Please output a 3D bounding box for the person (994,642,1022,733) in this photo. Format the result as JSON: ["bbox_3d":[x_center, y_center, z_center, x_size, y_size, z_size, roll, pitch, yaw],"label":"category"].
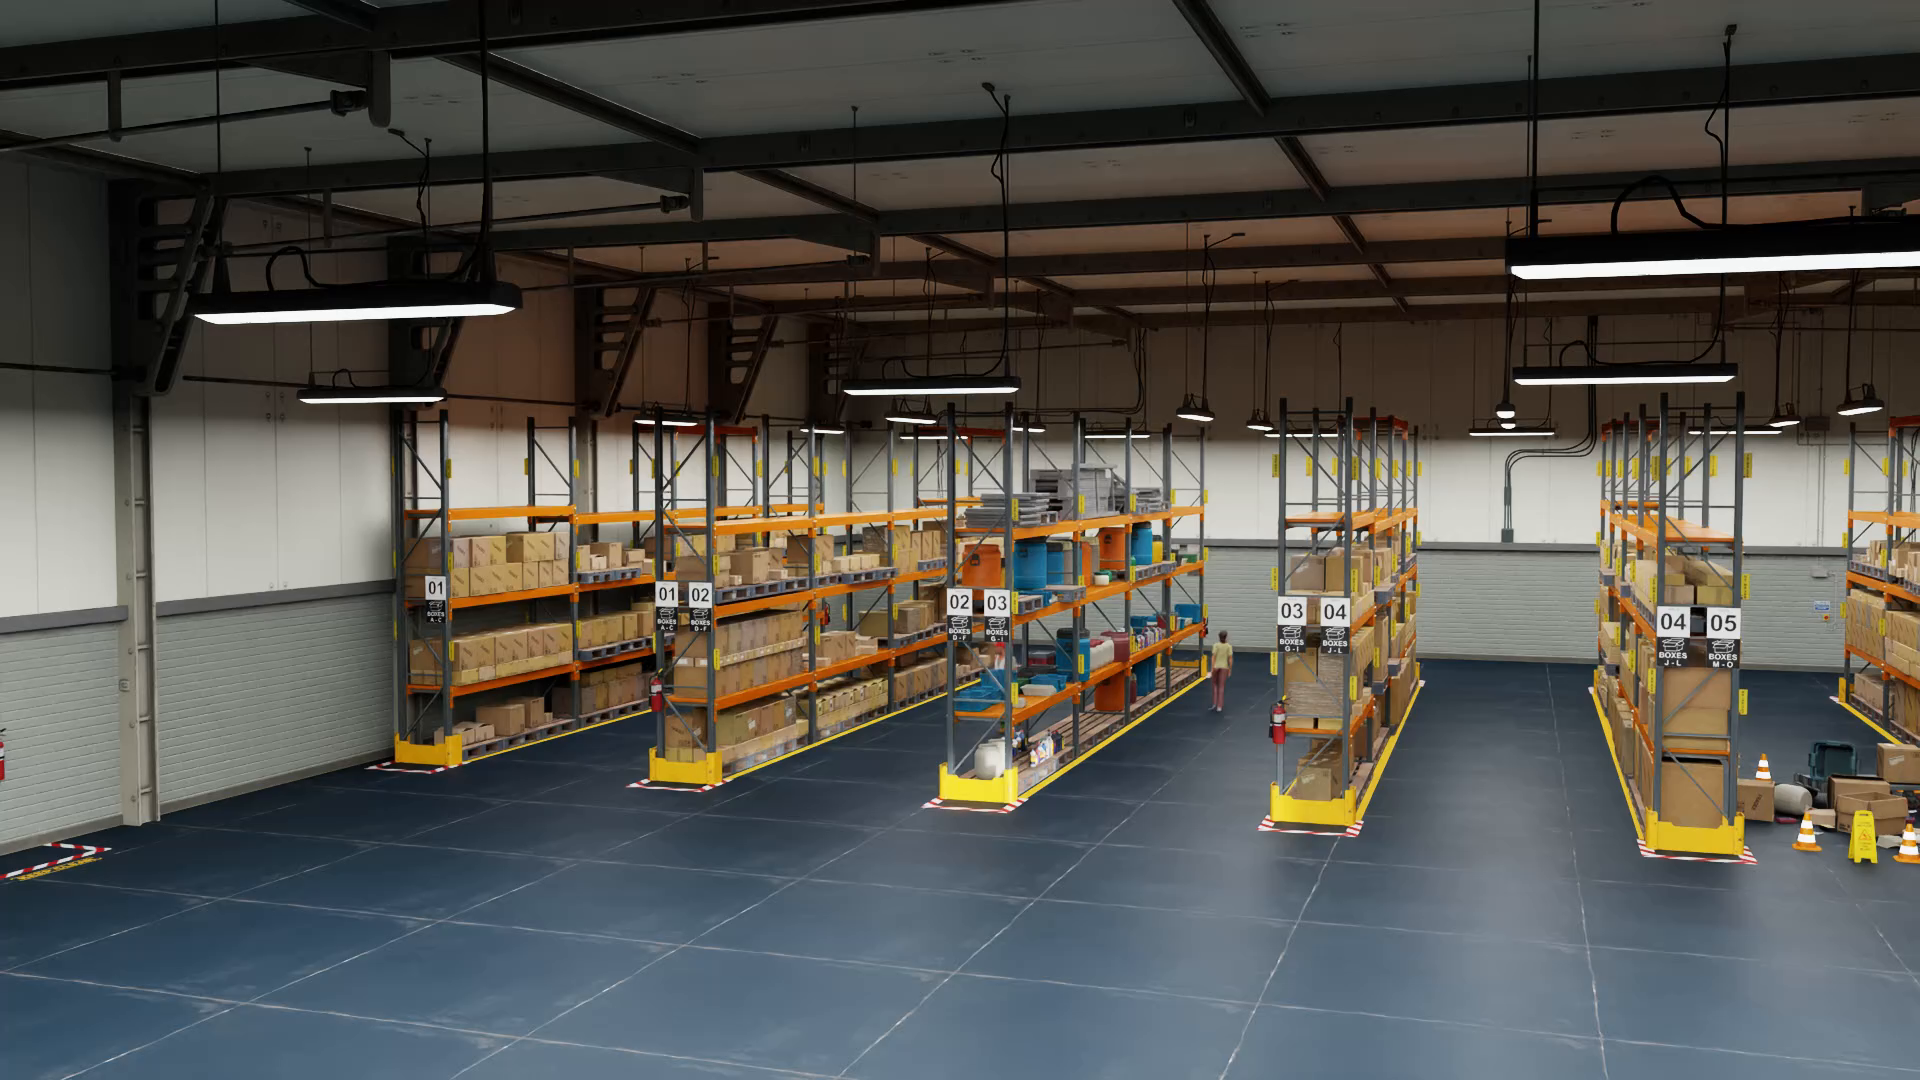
[{"bbox_3d":[0.880,2.770,31.703,0.583,1.755,0.647,2,3,36],"label":"person"}]

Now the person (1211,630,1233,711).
[{"bbox_3d":[5.398,2.775,34.350,0.459,1.611,0.595,1,3,13],"label":"person"}]
